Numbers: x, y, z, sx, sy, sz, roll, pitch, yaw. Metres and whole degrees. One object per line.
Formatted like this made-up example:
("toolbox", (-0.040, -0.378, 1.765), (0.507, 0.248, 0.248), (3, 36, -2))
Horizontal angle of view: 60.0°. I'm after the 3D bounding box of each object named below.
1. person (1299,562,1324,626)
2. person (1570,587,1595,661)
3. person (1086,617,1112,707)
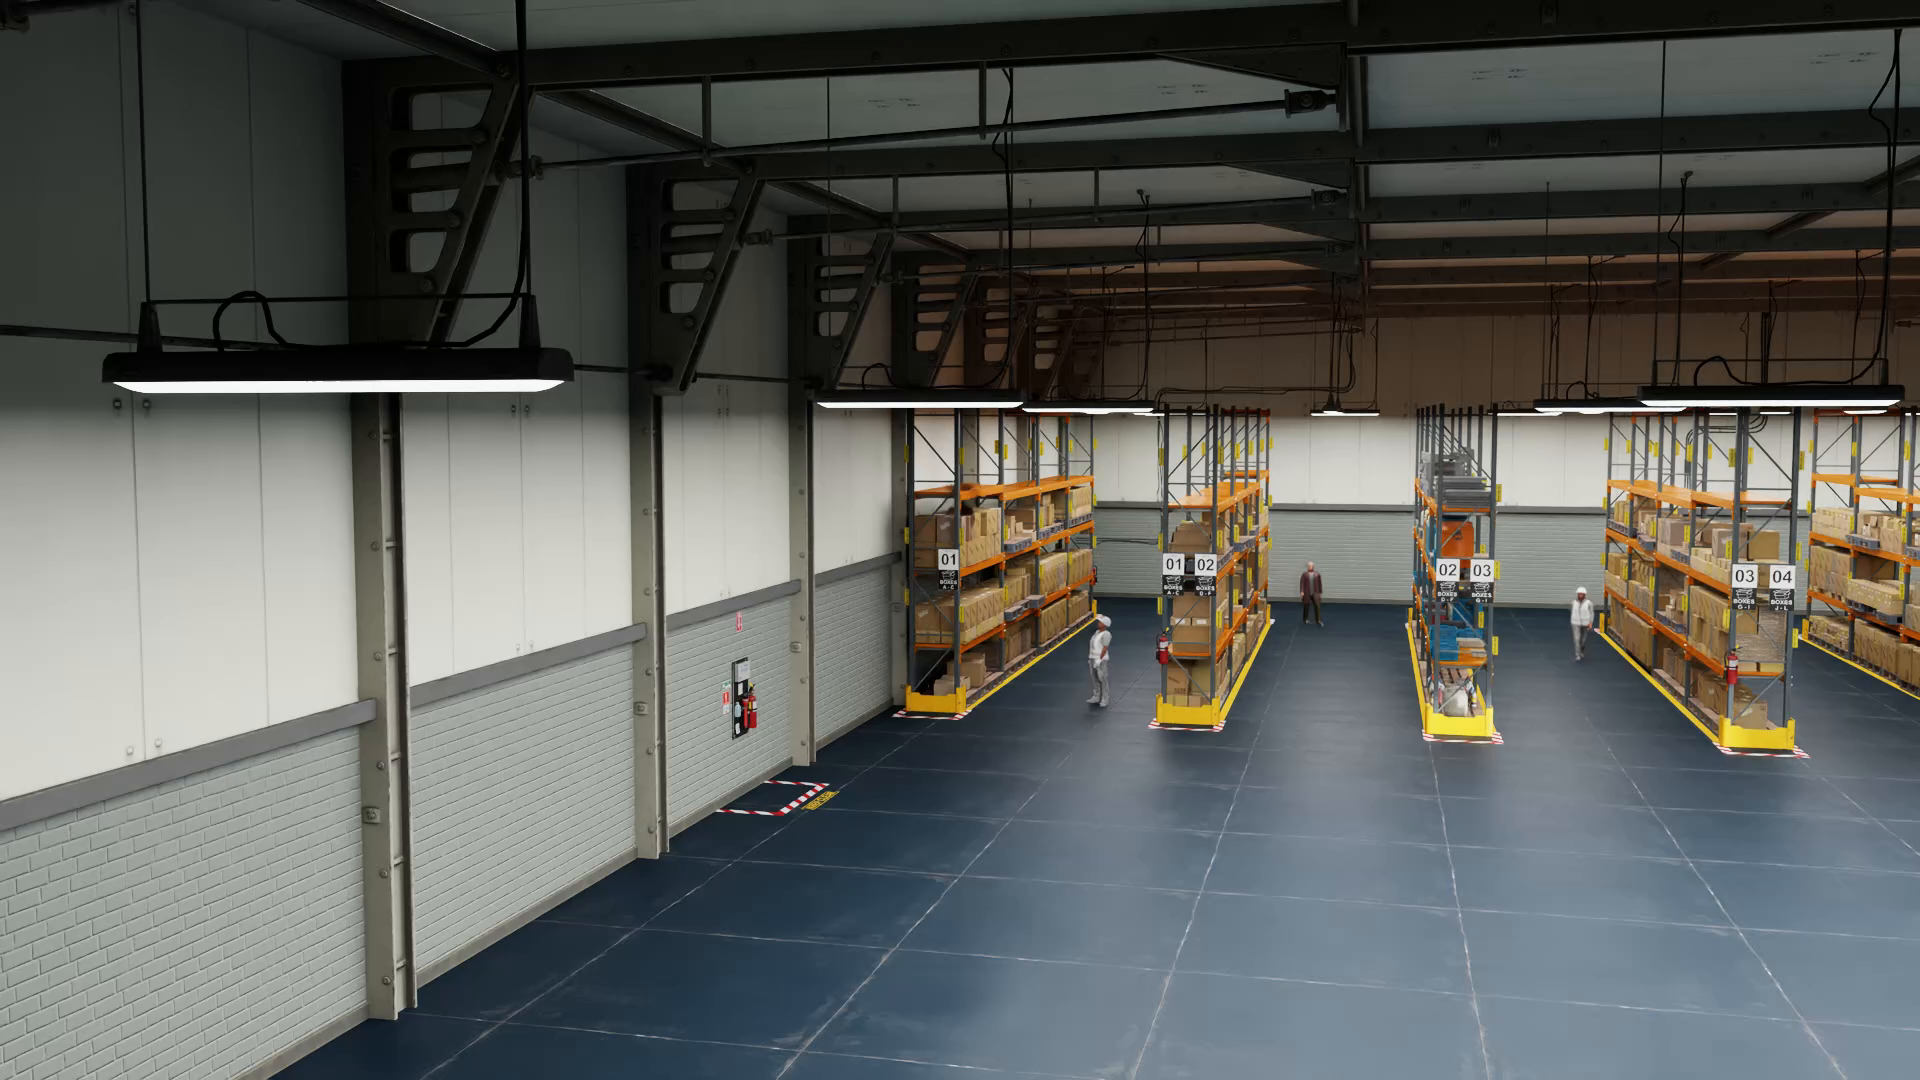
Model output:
("person", (9.732, 1.483, 45.978), (0.681, 1.735, 1.004), (0, 4, -4))
("person", (14.737, 1.986, 39.370), (0.499, 1.726, 1.045), (1, 4, 11))
("person", (2.770, 2.432, 33.353), (0.493, 1.792, 0.600), (-3, 5, -32))
